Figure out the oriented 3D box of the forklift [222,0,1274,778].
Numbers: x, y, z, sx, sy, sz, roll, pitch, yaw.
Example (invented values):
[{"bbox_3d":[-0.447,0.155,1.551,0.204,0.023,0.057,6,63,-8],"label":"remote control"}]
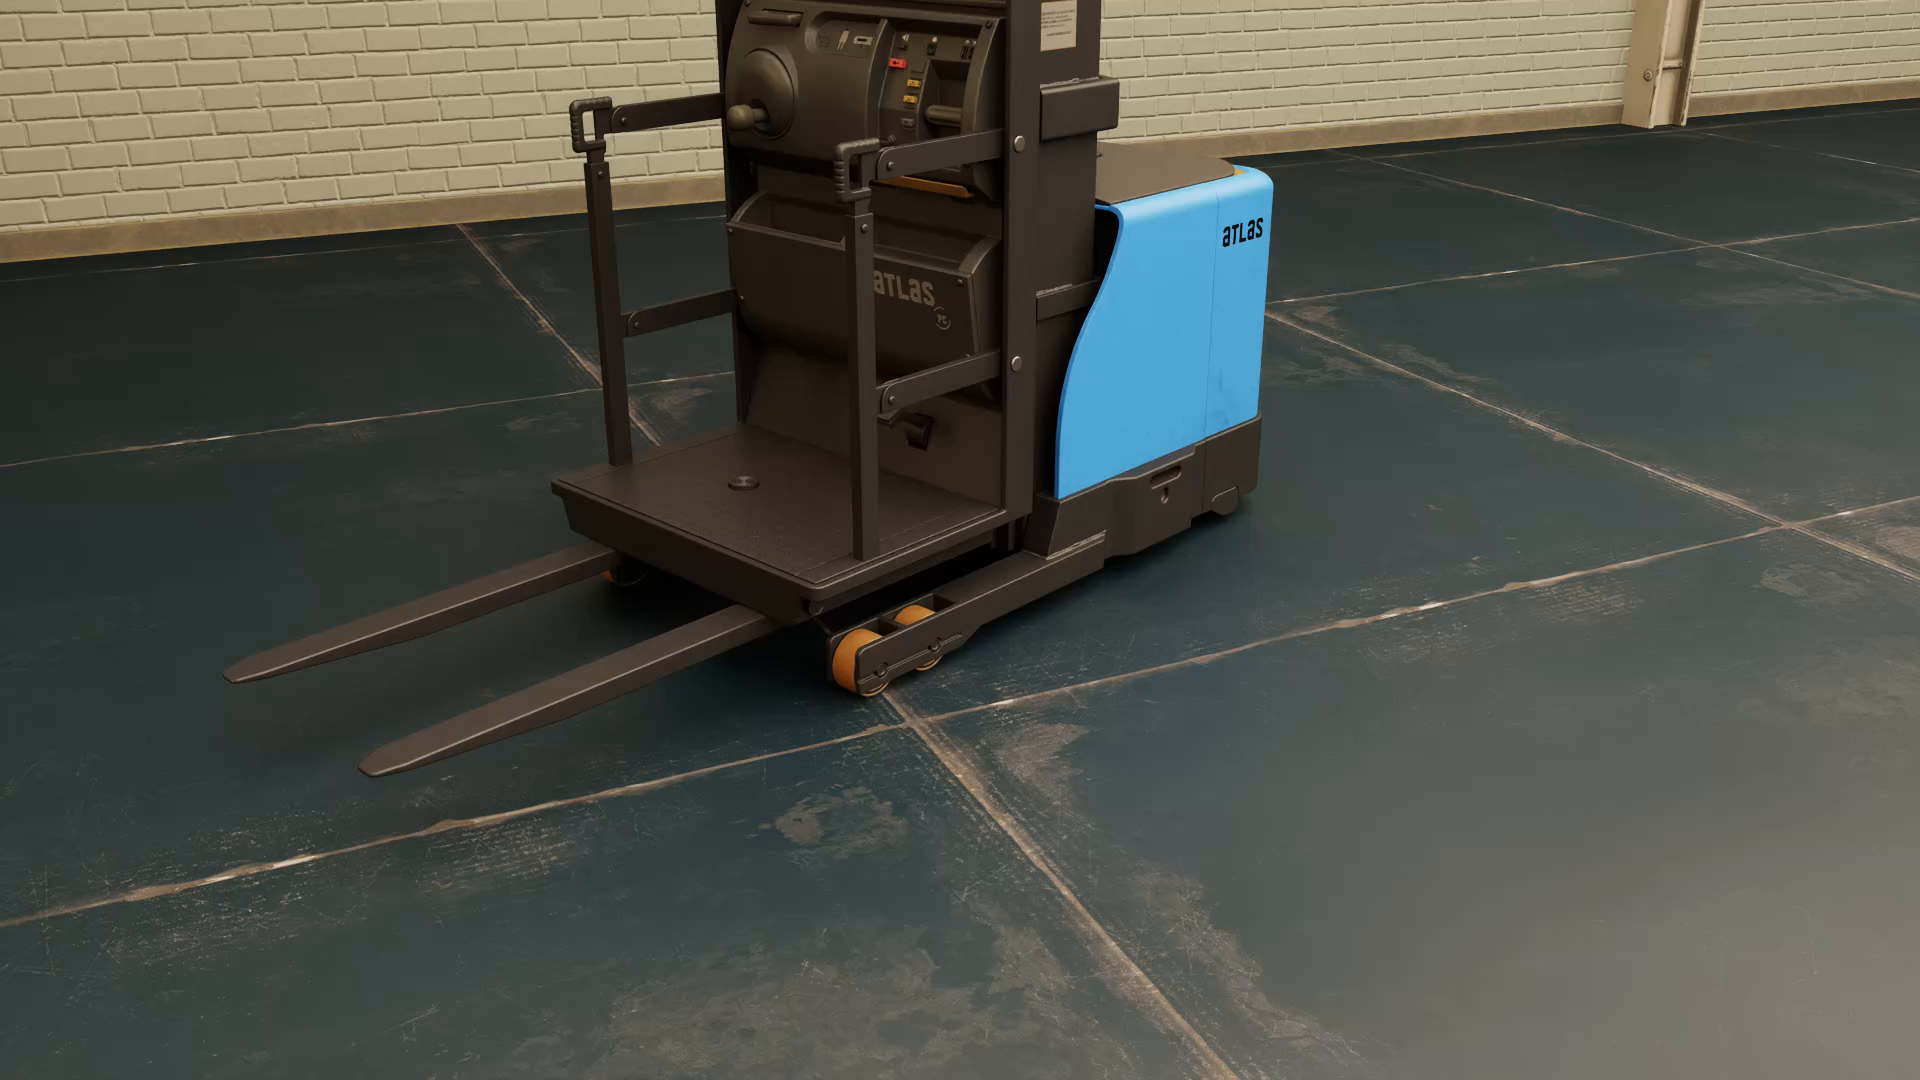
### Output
[{"bbox_3d":[-0.413,-1.182,4.131,1.130,2.935,3.031,19,29,39],"label":"forklift"}]
